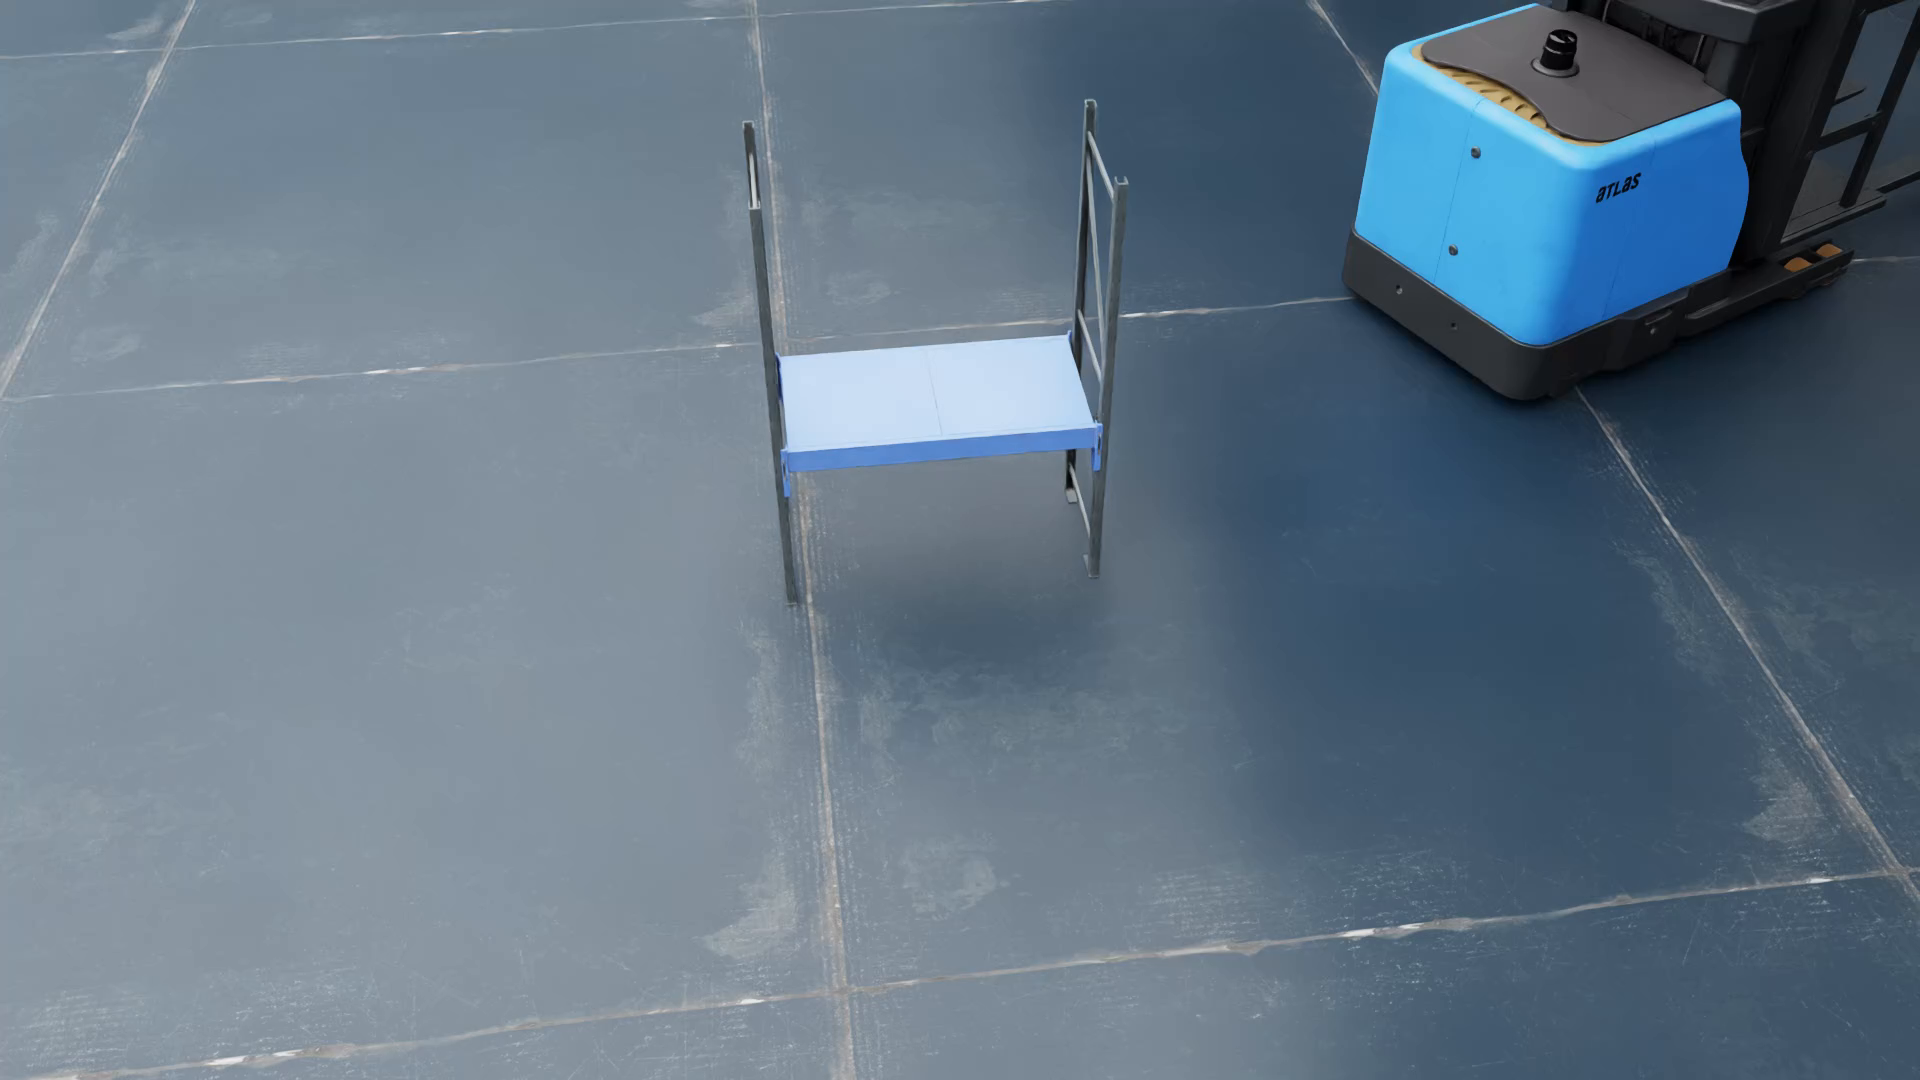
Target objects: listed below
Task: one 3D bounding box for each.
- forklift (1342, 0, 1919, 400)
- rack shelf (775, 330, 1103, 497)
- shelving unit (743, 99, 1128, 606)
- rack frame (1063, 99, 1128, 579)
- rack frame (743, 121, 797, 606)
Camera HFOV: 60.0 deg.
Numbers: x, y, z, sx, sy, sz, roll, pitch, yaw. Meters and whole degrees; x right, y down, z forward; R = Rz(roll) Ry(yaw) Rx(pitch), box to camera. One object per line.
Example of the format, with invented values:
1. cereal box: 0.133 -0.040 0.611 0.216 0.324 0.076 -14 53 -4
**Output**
1. forklift: 3.094 -2.360 6.179 3.031 2.935 1.130 -22 47 -23
2. rack shelf: -0.085 -0.416 5.360 1.000 0.185 0.538 -5 42 -6
3. shelving unit: -0.085 -0.549 5.239 1.048 1.500 0.538 -5 42 -6
4. rack frame: 0.419 -0.594 5.288 0.032 1.500 0.500 -5 42 -6
5. rack frame: -0.589 -0.505 5.190 0.032 1.500 0.500 -5 42 -6
